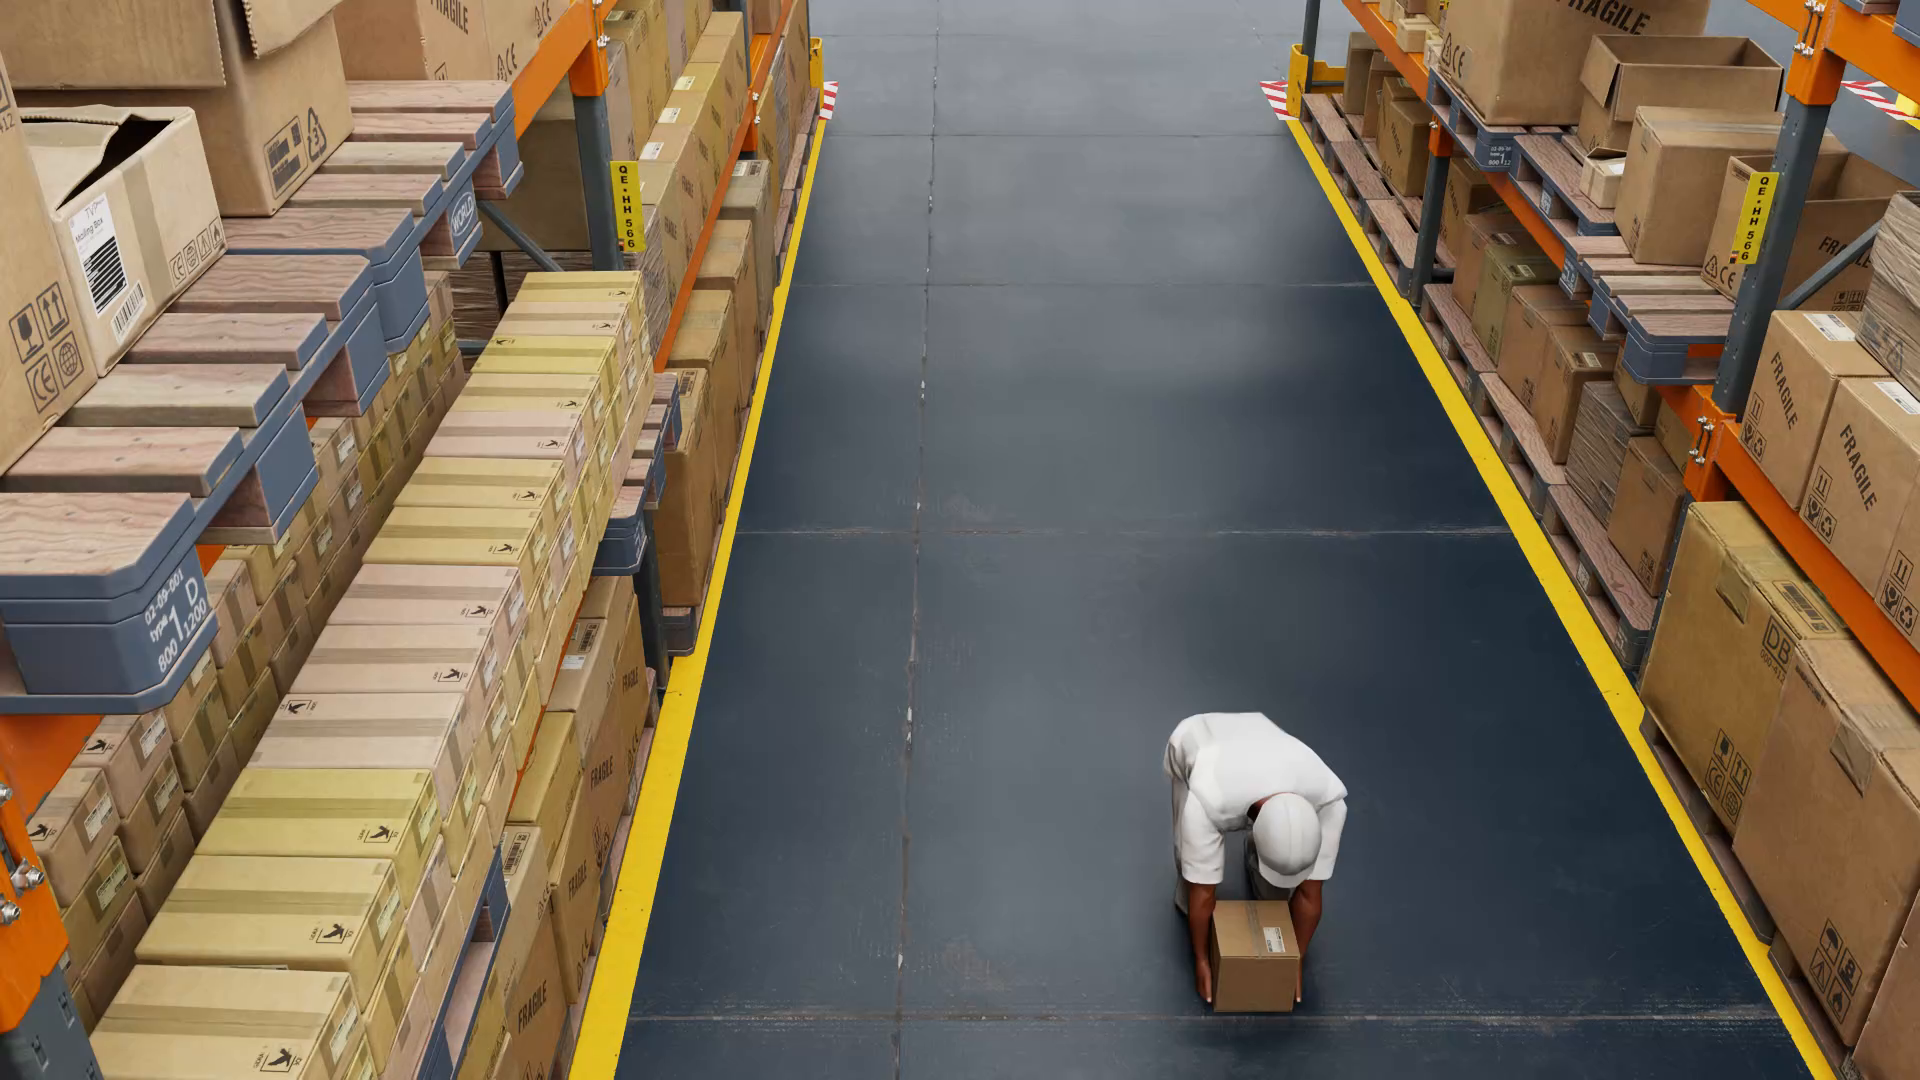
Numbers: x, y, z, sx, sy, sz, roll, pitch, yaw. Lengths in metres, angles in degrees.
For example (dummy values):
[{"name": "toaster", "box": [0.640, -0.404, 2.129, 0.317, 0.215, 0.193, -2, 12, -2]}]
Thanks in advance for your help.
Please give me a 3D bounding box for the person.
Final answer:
[{"name": "person", "box": [0.966, 0.983, 5.504, 0.534, 0.887, 0.934, -1, 31, -1]}]
